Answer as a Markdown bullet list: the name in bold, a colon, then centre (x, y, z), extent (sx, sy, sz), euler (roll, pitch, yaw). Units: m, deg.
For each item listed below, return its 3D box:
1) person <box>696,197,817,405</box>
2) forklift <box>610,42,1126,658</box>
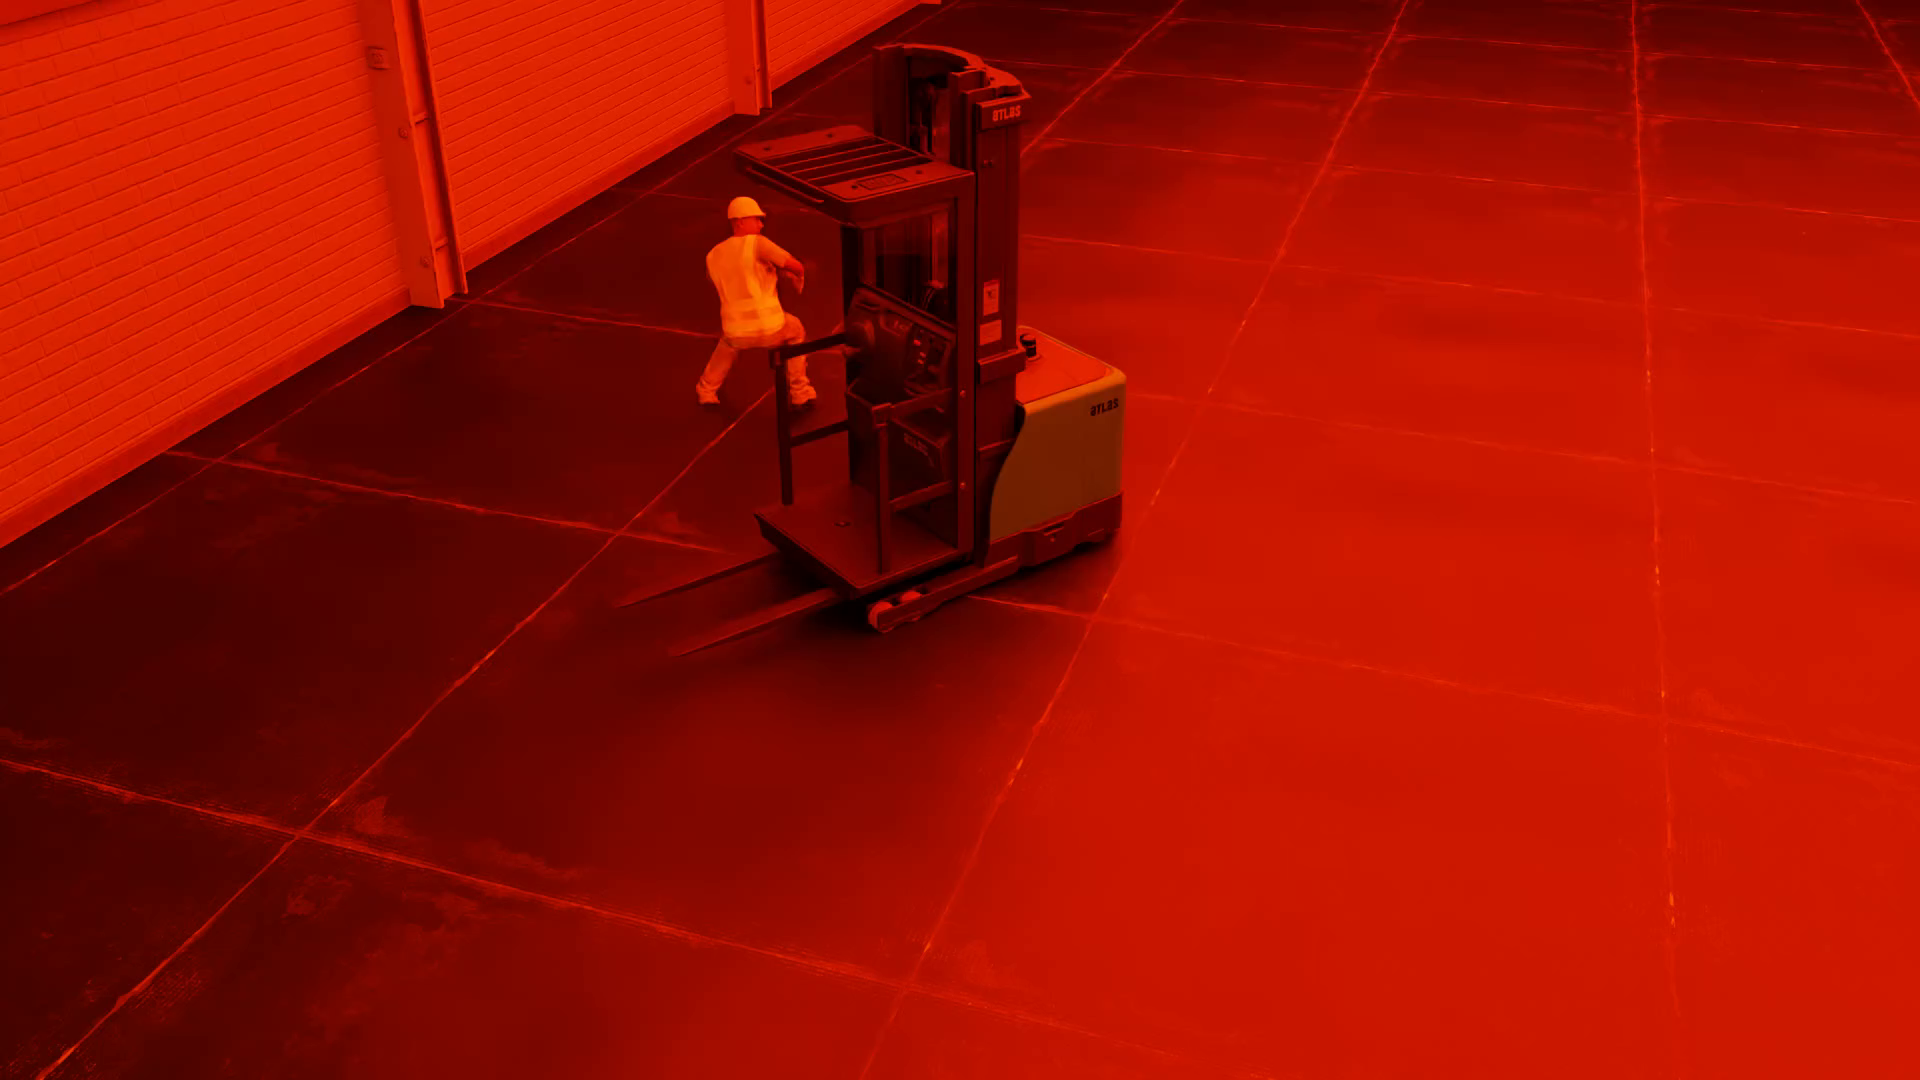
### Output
- **person**: centre (-1.410, -1.598, 11.435), extent (0.865, 1.529, 0.879), euler (7, 30, 12)
- **forklift**: centre (-0.499, -1.058, 8.993), extent (3.031, 2.935, 1.130), euler (-21, 36, -32)
